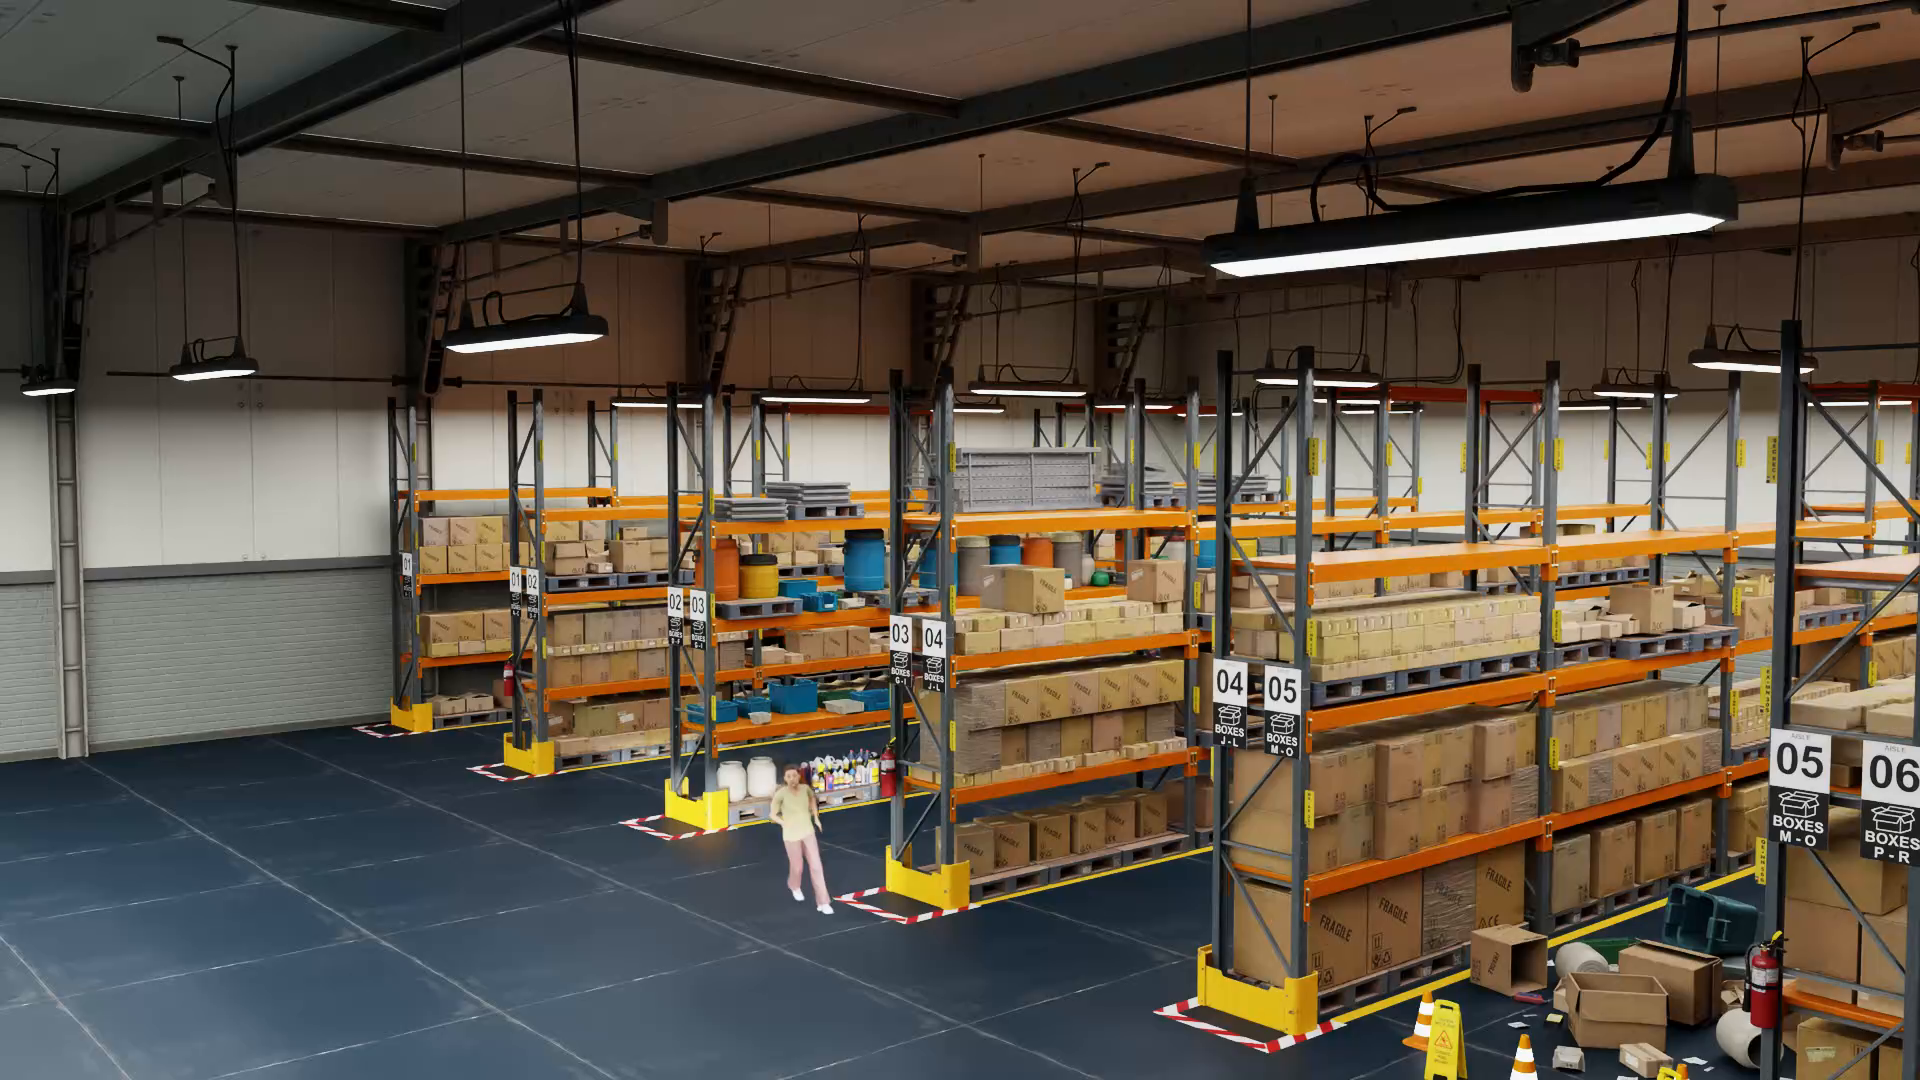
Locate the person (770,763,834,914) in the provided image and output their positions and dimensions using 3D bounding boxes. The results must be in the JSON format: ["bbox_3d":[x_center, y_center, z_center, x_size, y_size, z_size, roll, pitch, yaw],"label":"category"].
[{"bbox_3d":[-1.789,3.237,18.218,0.604,1.605,1.012,-1,4,-23],"label":"person"}]
